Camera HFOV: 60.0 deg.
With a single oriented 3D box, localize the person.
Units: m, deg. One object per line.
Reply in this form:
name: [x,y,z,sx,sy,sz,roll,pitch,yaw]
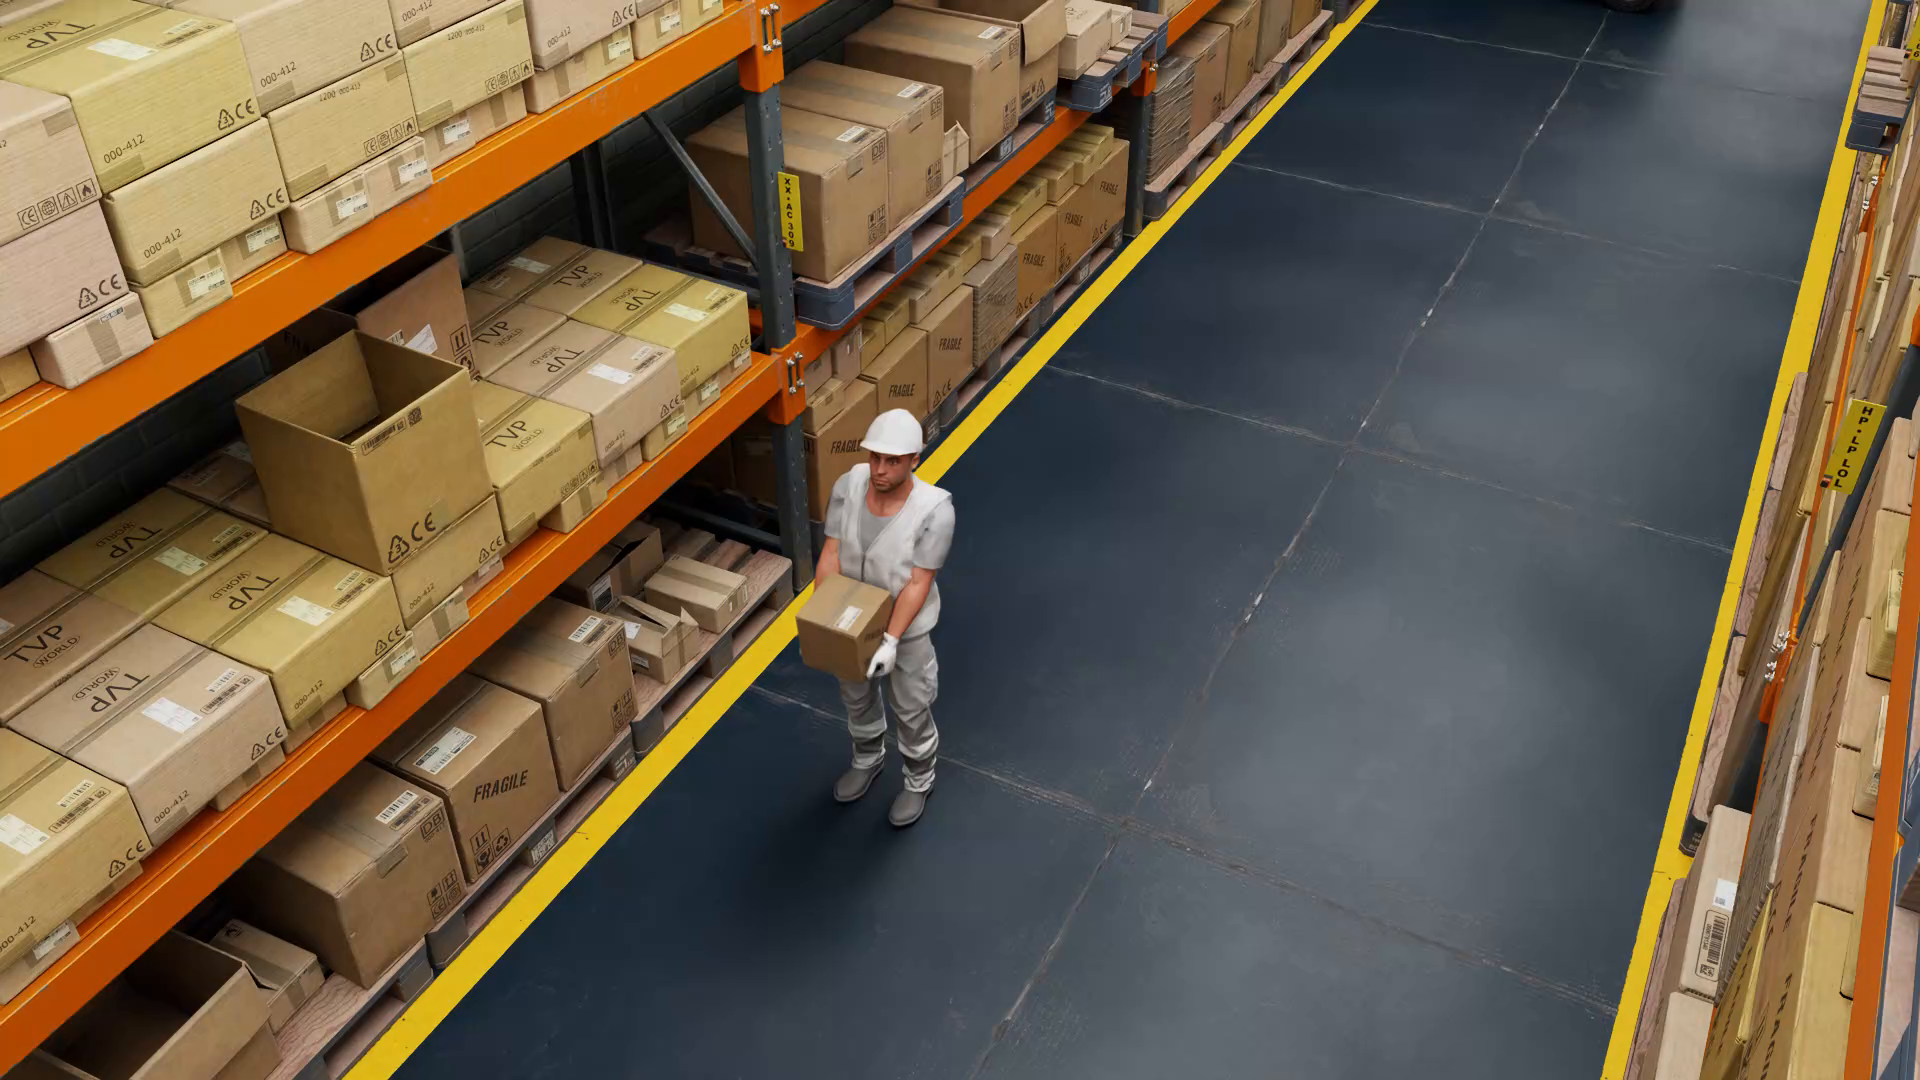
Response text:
person: [-0.312,0.355,6.175,0.497,1.785,0.561,18,41,21]
